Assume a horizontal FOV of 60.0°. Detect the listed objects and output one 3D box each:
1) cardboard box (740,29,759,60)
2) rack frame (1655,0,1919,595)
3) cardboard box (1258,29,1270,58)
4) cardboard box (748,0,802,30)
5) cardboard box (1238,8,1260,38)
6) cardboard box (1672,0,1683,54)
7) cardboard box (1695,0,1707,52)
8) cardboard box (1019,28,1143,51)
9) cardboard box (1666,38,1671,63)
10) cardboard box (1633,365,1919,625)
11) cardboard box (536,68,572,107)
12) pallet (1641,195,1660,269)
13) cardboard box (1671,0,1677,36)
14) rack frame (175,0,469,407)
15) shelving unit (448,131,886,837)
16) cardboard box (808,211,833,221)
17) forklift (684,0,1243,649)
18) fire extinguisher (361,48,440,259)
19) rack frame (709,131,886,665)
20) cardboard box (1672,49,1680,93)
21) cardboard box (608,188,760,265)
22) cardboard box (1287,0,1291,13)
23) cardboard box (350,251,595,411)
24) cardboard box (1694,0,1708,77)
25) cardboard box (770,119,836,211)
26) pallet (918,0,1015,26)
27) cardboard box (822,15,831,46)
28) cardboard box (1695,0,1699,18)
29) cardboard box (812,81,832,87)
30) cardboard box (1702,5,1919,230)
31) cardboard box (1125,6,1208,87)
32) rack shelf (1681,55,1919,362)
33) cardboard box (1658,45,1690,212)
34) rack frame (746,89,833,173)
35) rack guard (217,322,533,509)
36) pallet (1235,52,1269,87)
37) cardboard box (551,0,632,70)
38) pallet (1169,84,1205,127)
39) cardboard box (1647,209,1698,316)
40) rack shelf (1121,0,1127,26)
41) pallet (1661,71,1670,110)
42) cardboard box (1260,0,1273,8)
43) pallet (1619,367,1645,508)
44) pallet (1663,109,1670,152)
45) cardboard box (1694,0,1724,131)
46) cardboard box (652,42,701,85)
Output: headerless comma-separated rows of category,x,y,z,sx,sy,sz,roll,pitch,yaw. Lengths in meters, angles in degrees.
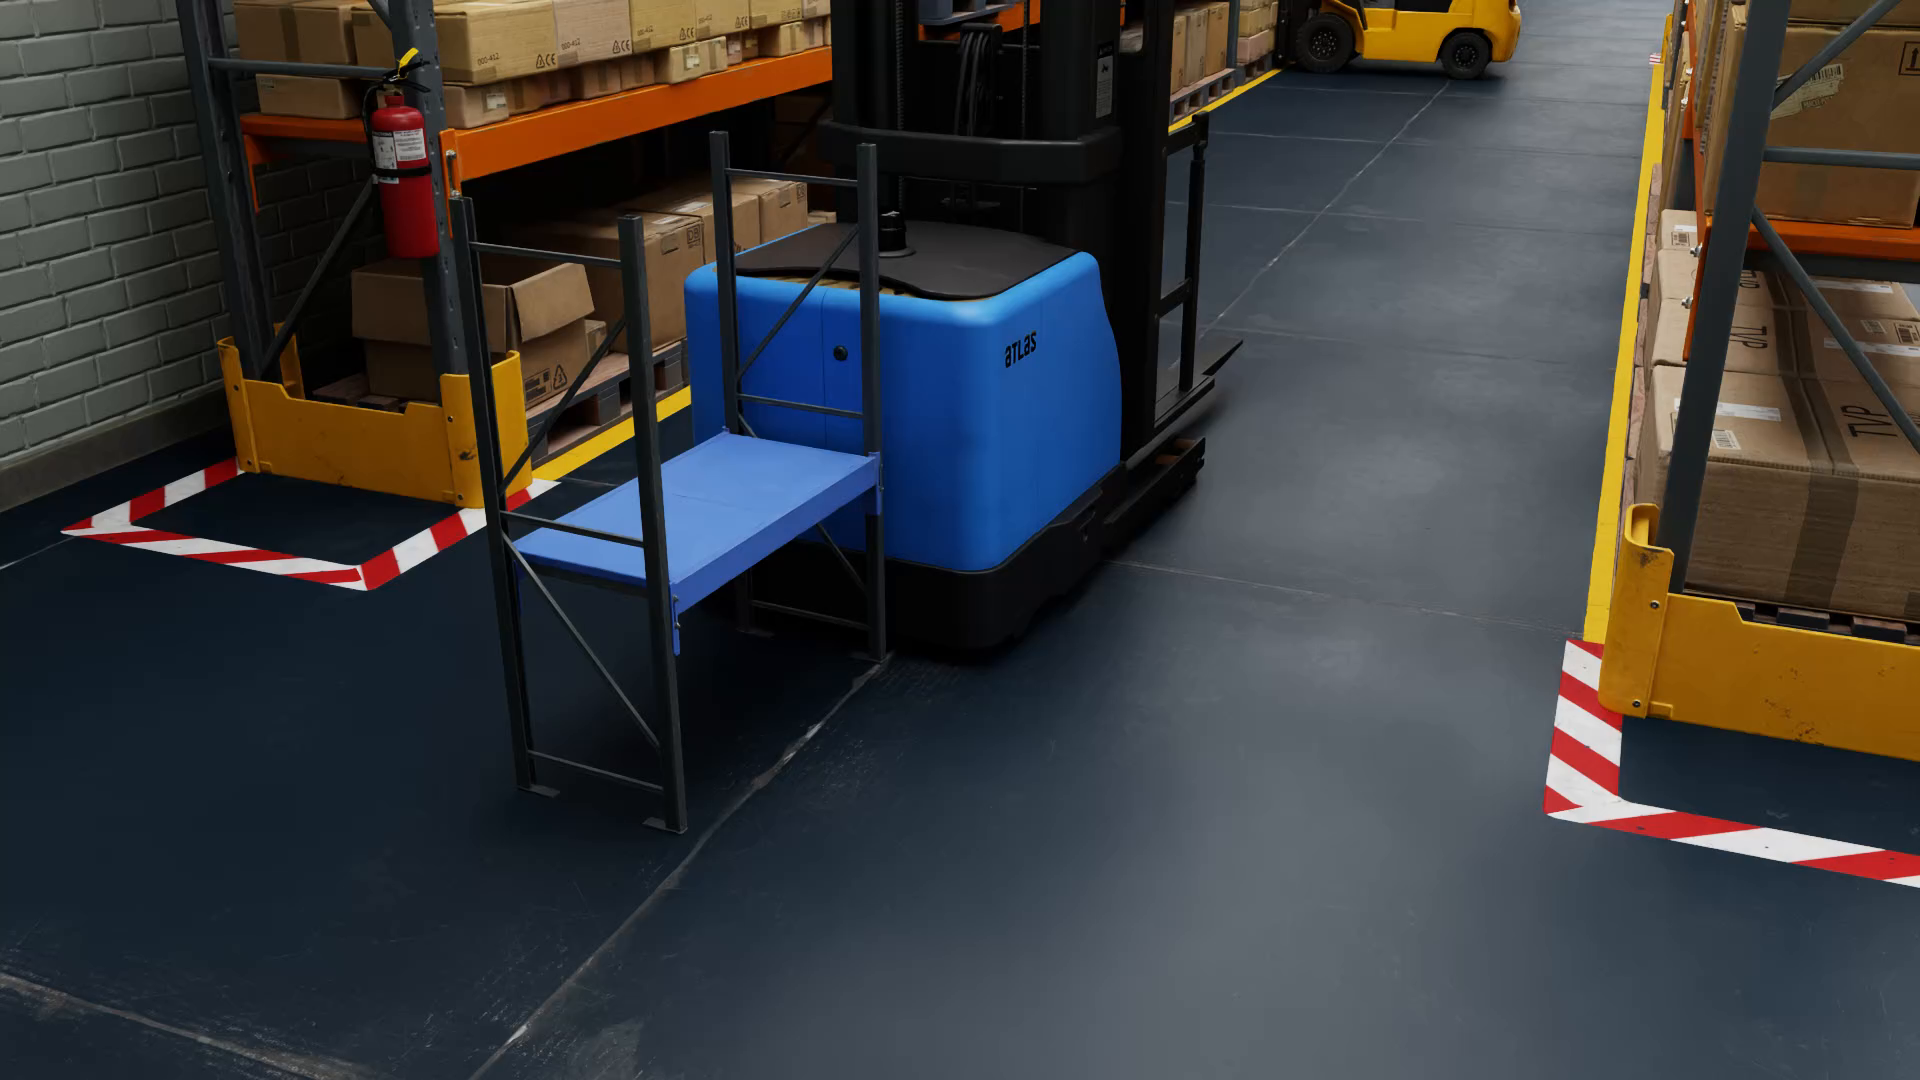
cardboard box,-1.165,-2.318,7.733,0.380,0.149,0.250,9,24,21
rack frame,2.385,-0.898,4.007,1.000,3.000,0.127,9,24,20
cardboard box,2.894,-5.136,17.176,0.500,0.250,0.500,8,24,19
cardboard box,-1.072,-2.531,7.727,0.500,0.250,0.500,9,24,20
cardboard box,2.699,-5.186,16.647,0.500,0.250,0.500,9,24,20
cardboard box,6.813,-4.713,15.191,0.500,0.500,0.500,8,24,19
cardboard box,3.803,-2.456,7.934,0.500,0.250,0.500,8,24,19
cardboard box,0.991,-3.789,13.465,0.875,0.625,0.625,10,25,22
cardboard box,7.384,-4.921,16.661,0.500,0.250,0.500,11,25,24
cardboard box,2.537,-0.160,5.020,0.875,0.438,0.875,8,24,18
cardboard box,-1.731,-1.766,6.412,0.380,0.149,0.250,8,24,19
pallet,4.539,-1.767,9.707,1.003,0.211,1.213,9,24,20
cardboard box,7.379,-5.271,16.526,0.500,0.500,0.500,9,24,21
rack frame,-2.225,-1.607,5.705,1.000,3.000,0.127,9,24,20
shelving unit,-0.671,-0.197,4.276,0.538,1.500,1.048,11,25,24
cardboard box,-0.673,-1.675,9.023,0.380,0.149,0.250,8,24,18
forklift,0.275,-1.569,5.704,1.130,2.935,3.031,11,25,24
fire extinguisher,-1.851,-1.280,5.508,0.296,0.674,0.183,9,24,20
rack frame,-0.448,-0.373,4.697,0.500,1.500,0.032,11,25,24
cardboard box,6.650,-3.985,14.263,0.950,0.372,0.625,9,24,21
cardboard box,-1.267,-1.328,7.735,0.500,0.500,0.500,9,24,21
cardboard box,3.270,-5.725,17.938,0.500,0.250,0.500,9,24,20
cardboard box,-1.910,-0.854,6.597,0.797,0.503,0.637,8,24,18
cardboard box,3.453,-2.245,7.102,0.500,0.500,0.500,10,25,22
cardboard box,-0.831,-2.297,10.055,0.500,0.500,0.500,9,24,20
pallet,-0.341,-3.220,9.816,1.003,0.211,1.213,9,24,20
cardboard box,-0.774,-2.579,8.359,0.380,0.149,0.250,9,24,21
cardboard box,4.567,-3.179,9.663,0.500,0.250,0.500,10,25,22
cardboard box,-0.695,-2.734,10.260,0.380,0.149,0.250,9,24,21
cardboard box,2.318,-1.154,4.492,0.500,0.500,0.500,9,24,20
cardboard box,1.754,-4.534,15.250,0.875,0.625,0.625,9,24,20
rack shelf,3.128,-1.281,5.859,1.077,0.370,4.000,9,24,20
cardboard box,4.688,-2.420,9.863,0.875,0.875,0.875,9,24,21
rack frame,-0.739,-3.038,9.132,1.000,3.000,0.127,9,24,20
rack guard,-2.197,-0.481,6.252,1.175,0.500,0.348,9,24,20
pallet,2.567,-4.893,17.190,1.003,0.211,1.213,9,24,20
cardboard box,-1.619,-1.979,6.405,0.500,0.250,0.500,9,24,21
pallet,1.543,-3.907,14.830,1.003,0.211,1.213,9,24,20
cardboard box,3.538,-1.131,7.346,0.875,0.438,0.875,8,24,19
rack shelf,1.489,-4.853,14.411,1.077,0.370,4.000,9,24,20
pallet,7.059,-4.151,15.413,1.003,0.211,1.213,9,24,20
cardboard box,2.903,-5.597,16.984,0.500,0.250,0.500,9,24,20
pallet,3.064,-0.343,6.298,1.003,0.211,1.213,9,24,20
pallet,6.103,-3.188,13.109,1.003,0.211,1.213,9,24,20
cardboard box,2.880,-1.704,5.808,0.500,0.500,0.500,10,24,22
cardboard box,-1.323,-2.023,7.028,0.380,0.149,0.250,8,24,19
